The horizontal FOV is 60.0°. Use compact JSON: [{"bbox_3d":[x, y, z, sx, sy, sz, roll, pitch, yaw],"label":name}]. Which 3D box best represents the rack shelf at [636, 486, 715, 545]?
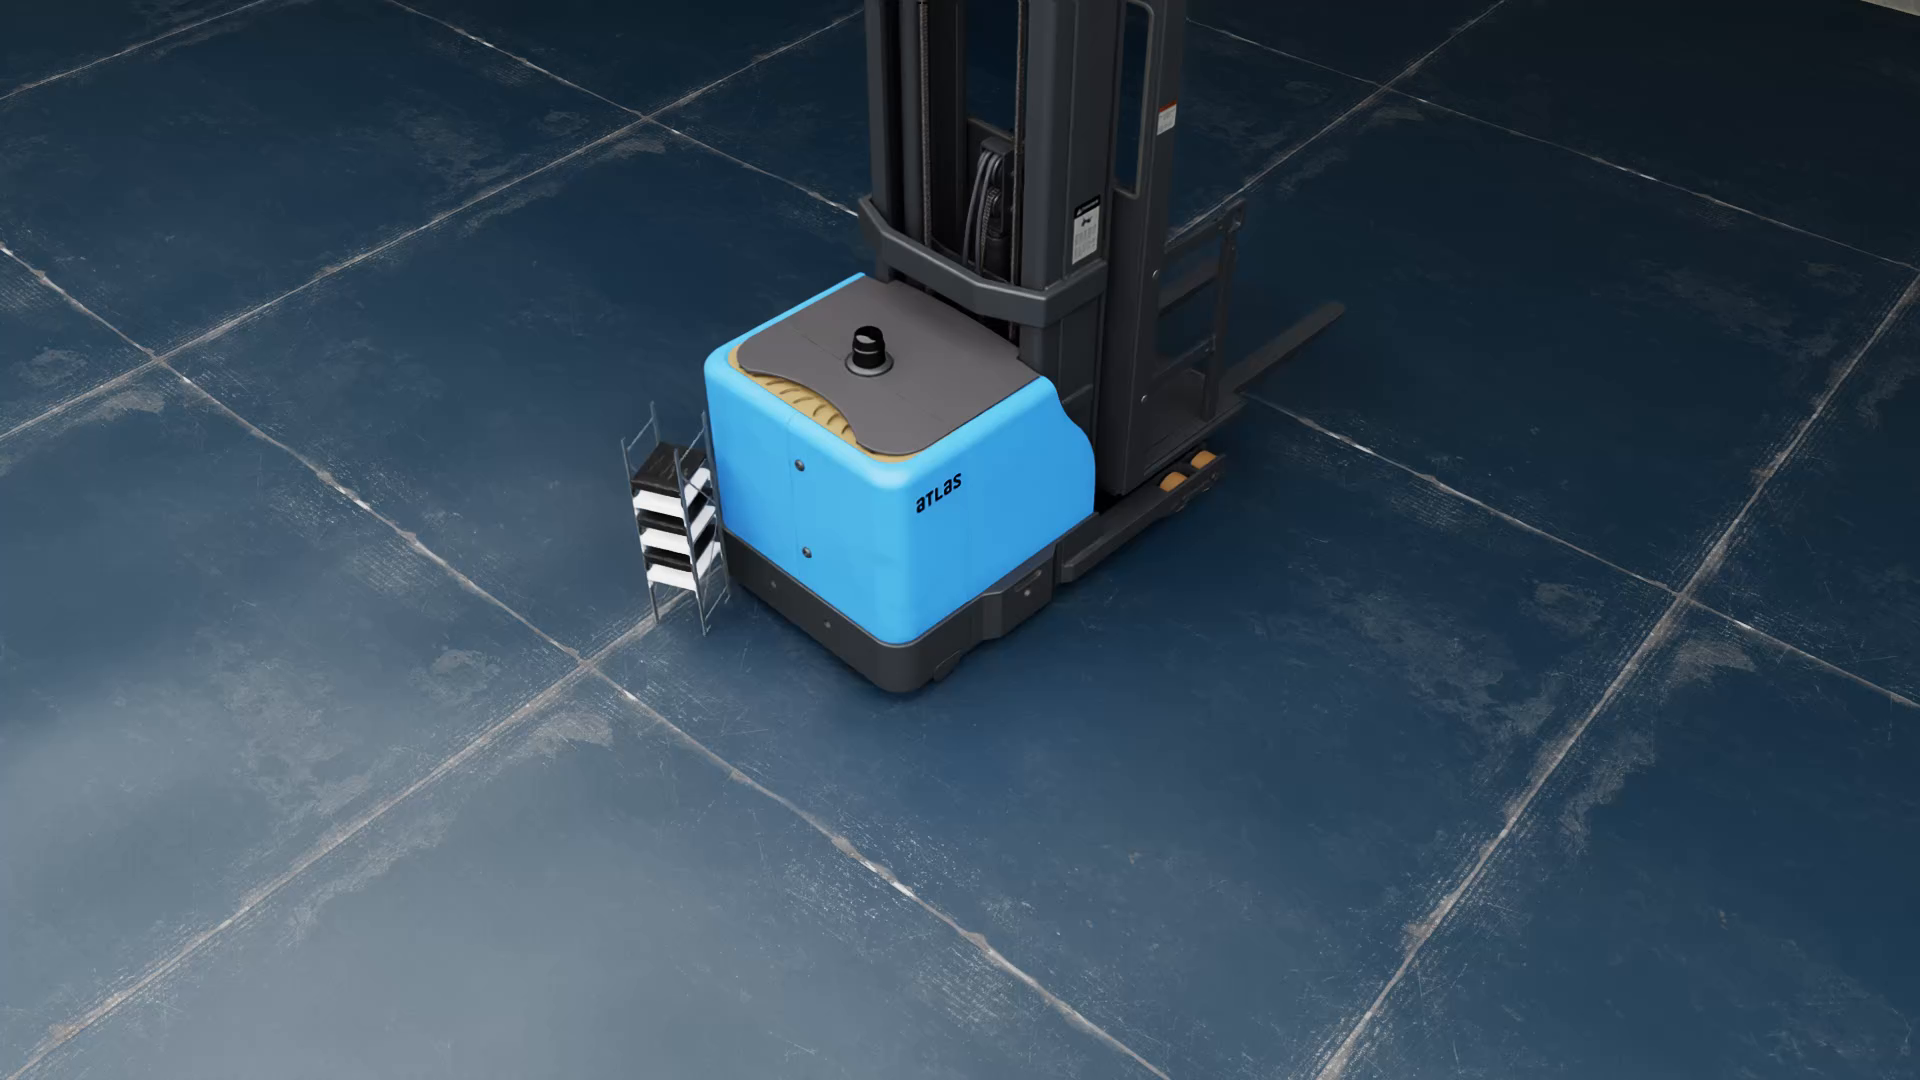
[{"bbox_3d":[-1.038,-0.108,6.114,0.200,0.077,0.258,13,44,15],"label":"rack shelf"}]

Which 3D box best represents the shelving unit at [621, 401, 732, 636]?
[{"bbox_3d":[-1.037,-0.066,6.152,0.210,0.900,0.258,13,44,15],"label":"shelving unit"}]

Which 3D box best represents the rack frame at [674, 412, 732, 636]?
[{"bbox_3d":[-0.941,-0.045,6.126,0.006,0.900,0.240,13,44,15],"label":"rack frame"}]

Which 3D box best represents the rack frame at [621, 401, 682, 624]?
[{"bbox_3d":[-1.133,-0.088,6.177,0.006,0.900,0.240,13,44,15],"label":"rack frame"}]

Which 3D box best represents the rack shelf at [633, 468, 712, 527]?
[{"bbox_3d":[-1.039,-0.175,6.054,0.200,0.077,0.258,13,44,15],"label":"rack shelf"}]

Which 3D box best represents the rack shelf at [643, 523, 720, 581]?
[{"bbox_3d":[-1.036,0.025,6.234,0.200,0.077,0.258,13,44,15],"label":"rack shelf"}]

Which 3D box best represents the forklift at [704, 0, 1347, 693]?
[{"bbox_3d":[0.468,-1.419,6.132,1.130,2.935,3.031,34,52,31],"label":"forklift"}]

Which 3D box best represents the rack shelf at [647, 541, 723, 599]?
[{"bbox_3d":[-1.035,0.092,6.295,0.200,0.077,0.258,13,44,15],"label":"rack shelf"}]

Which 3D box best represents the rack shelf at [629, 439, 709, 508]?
[{"bbox_3d":[-1.040,-0.242,5.993,0.200,0.077,0.258,13,44,15],"label":"rack shelf"}]

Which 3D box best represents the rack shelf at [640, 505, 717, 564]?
[{"bbox_3d":[-1.037,-0.041,6.174,0.200,0.077,0.258,13,44,15],"label":"rack shelf"}]
